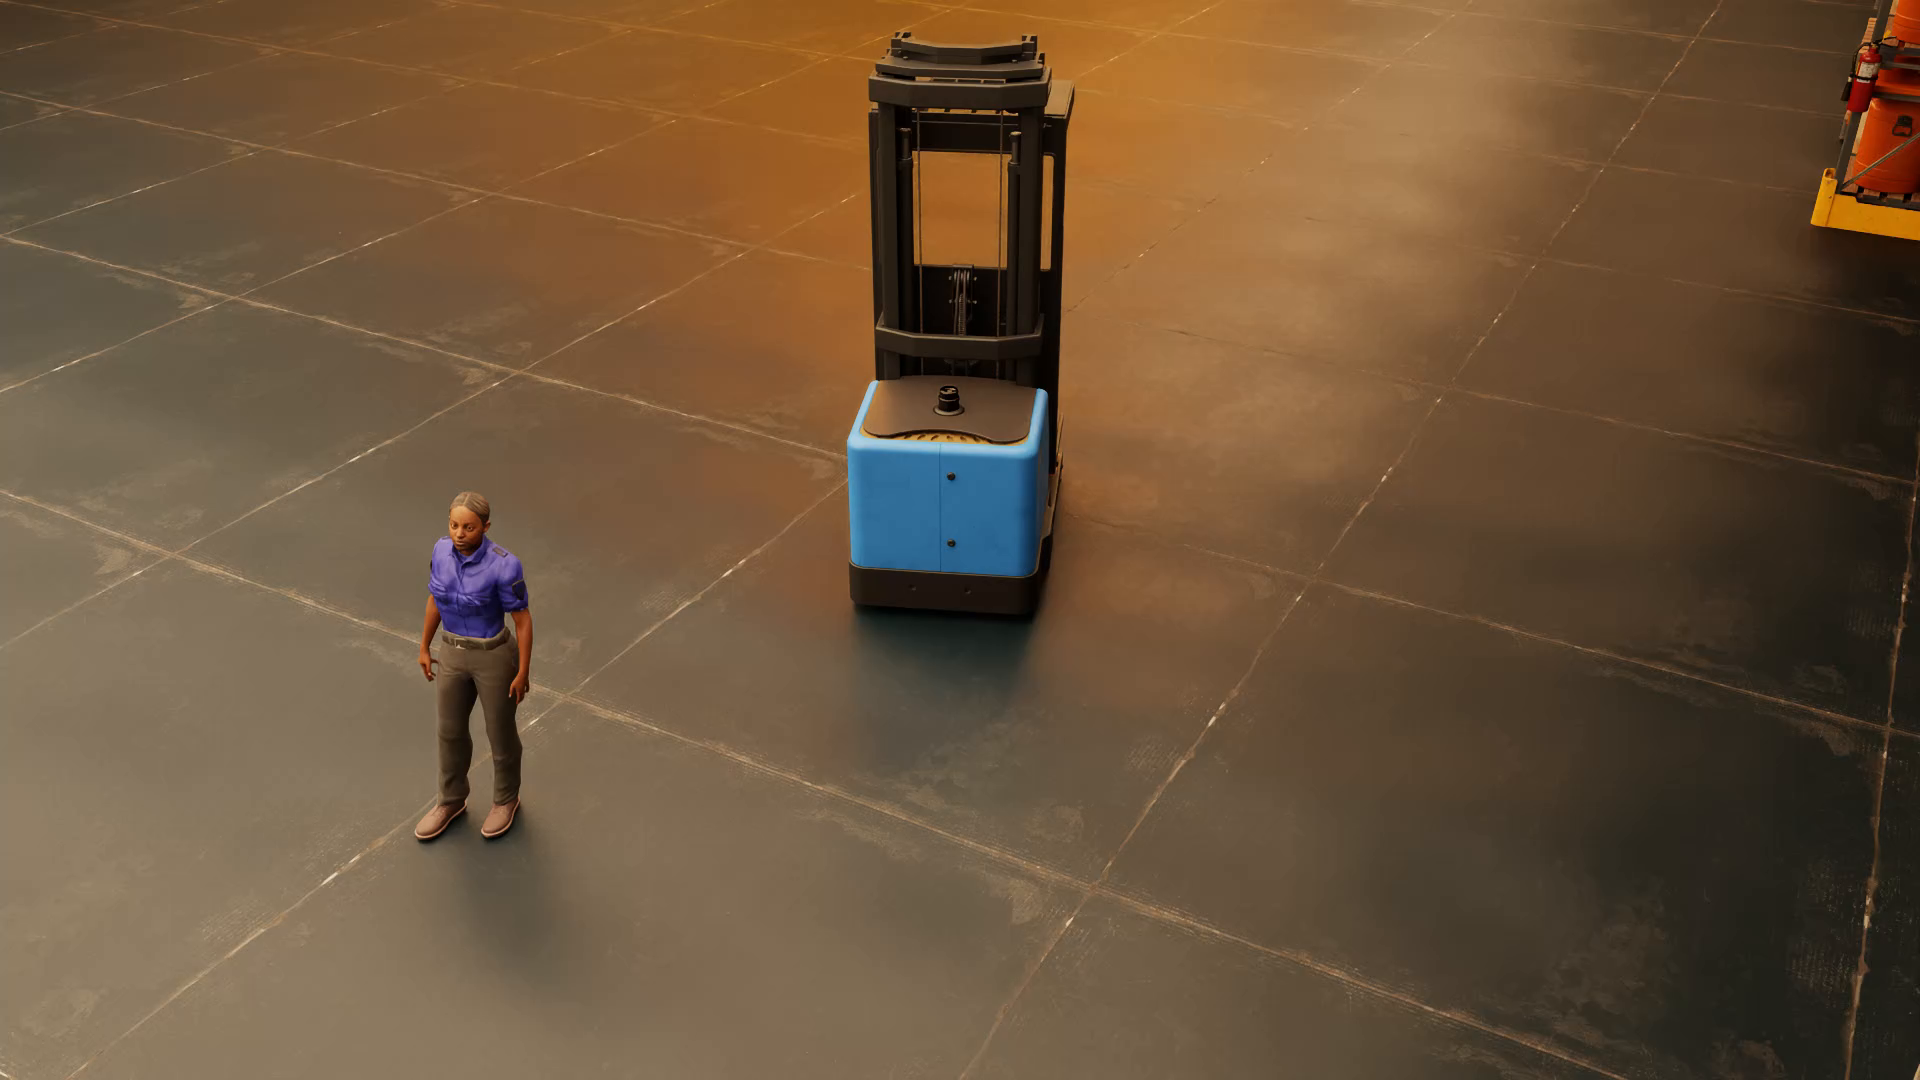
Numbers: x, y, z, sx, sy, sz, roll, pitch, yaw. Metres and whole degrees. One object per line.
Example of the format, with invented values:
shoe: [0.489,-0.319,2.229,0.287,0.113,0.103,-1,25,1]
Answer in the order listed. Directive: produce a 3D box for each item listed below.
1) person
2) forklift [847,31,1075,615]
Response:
person: [-2.173,0.578,7.332,0.570,1.656,0.503,9,31,15]
forklift: [0.072,-1.572,9.794,1.130,2.935,3.031,3,30,6]
